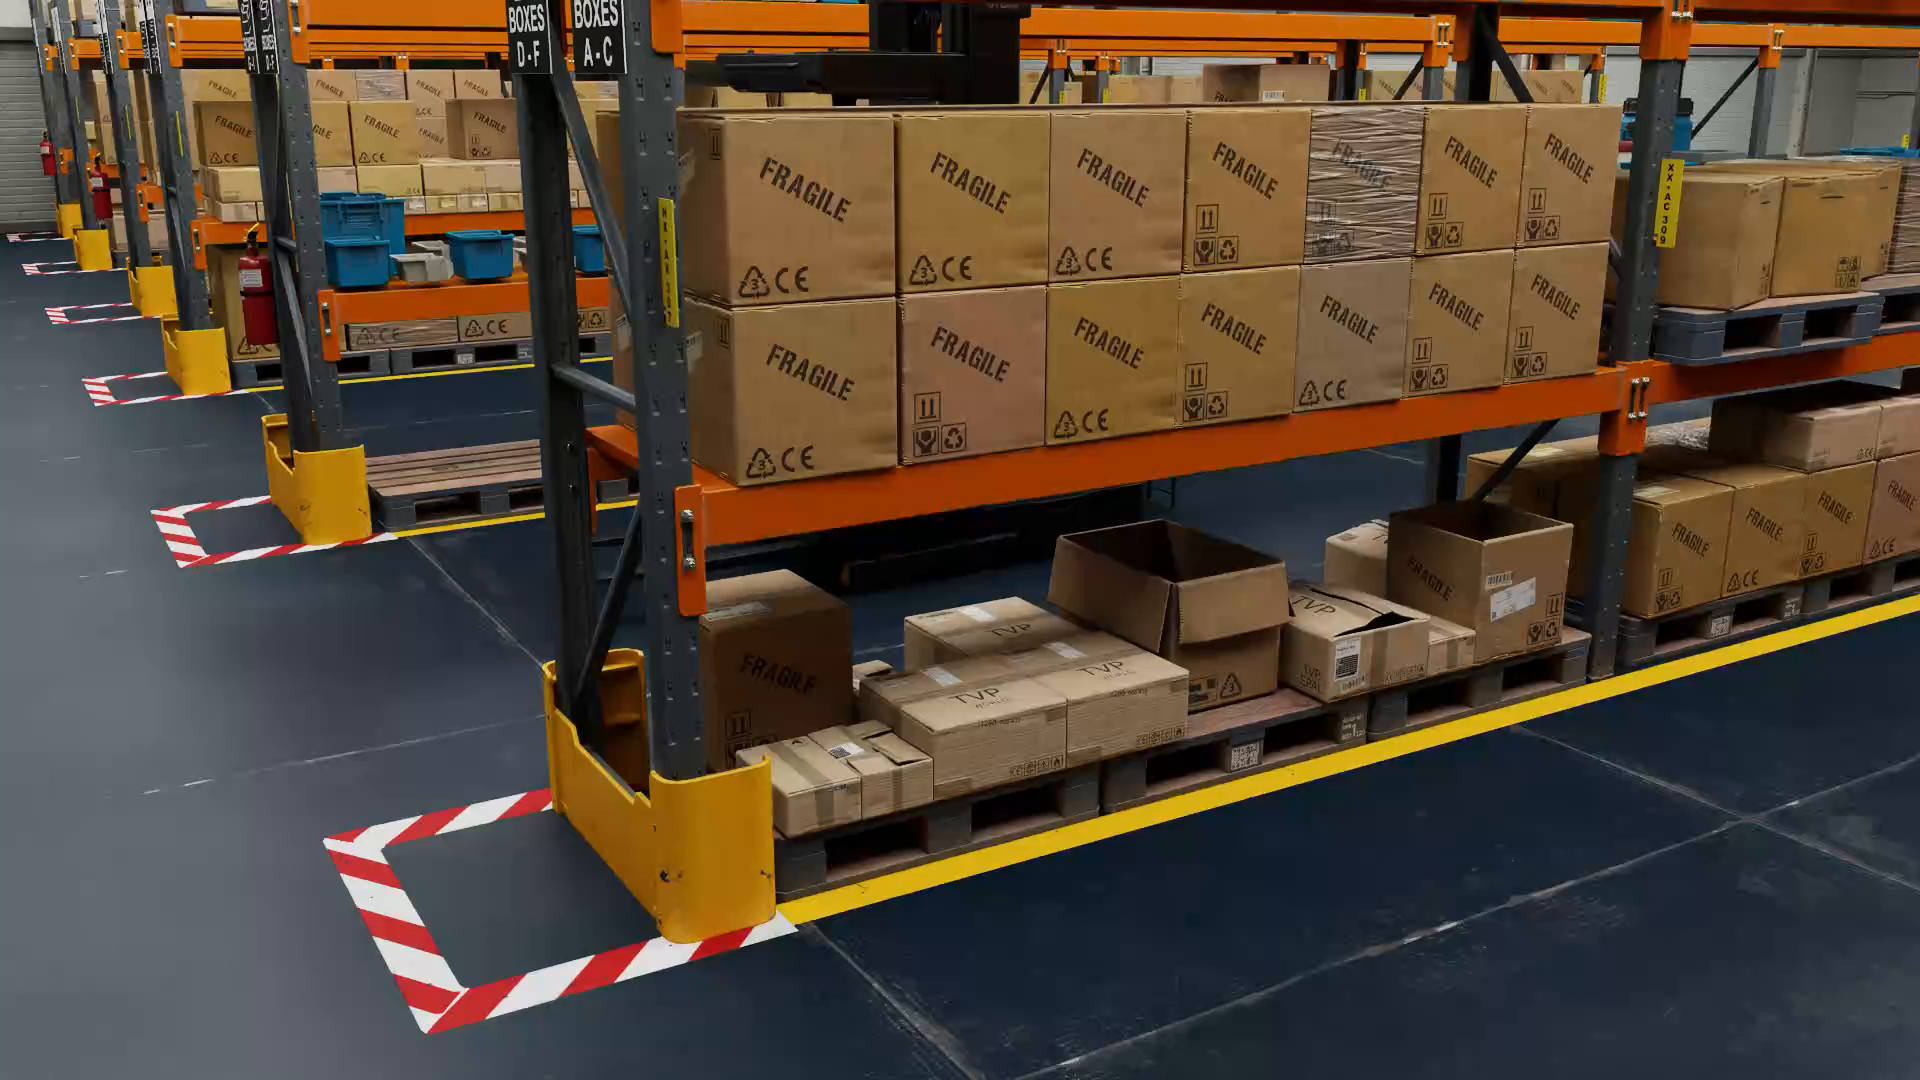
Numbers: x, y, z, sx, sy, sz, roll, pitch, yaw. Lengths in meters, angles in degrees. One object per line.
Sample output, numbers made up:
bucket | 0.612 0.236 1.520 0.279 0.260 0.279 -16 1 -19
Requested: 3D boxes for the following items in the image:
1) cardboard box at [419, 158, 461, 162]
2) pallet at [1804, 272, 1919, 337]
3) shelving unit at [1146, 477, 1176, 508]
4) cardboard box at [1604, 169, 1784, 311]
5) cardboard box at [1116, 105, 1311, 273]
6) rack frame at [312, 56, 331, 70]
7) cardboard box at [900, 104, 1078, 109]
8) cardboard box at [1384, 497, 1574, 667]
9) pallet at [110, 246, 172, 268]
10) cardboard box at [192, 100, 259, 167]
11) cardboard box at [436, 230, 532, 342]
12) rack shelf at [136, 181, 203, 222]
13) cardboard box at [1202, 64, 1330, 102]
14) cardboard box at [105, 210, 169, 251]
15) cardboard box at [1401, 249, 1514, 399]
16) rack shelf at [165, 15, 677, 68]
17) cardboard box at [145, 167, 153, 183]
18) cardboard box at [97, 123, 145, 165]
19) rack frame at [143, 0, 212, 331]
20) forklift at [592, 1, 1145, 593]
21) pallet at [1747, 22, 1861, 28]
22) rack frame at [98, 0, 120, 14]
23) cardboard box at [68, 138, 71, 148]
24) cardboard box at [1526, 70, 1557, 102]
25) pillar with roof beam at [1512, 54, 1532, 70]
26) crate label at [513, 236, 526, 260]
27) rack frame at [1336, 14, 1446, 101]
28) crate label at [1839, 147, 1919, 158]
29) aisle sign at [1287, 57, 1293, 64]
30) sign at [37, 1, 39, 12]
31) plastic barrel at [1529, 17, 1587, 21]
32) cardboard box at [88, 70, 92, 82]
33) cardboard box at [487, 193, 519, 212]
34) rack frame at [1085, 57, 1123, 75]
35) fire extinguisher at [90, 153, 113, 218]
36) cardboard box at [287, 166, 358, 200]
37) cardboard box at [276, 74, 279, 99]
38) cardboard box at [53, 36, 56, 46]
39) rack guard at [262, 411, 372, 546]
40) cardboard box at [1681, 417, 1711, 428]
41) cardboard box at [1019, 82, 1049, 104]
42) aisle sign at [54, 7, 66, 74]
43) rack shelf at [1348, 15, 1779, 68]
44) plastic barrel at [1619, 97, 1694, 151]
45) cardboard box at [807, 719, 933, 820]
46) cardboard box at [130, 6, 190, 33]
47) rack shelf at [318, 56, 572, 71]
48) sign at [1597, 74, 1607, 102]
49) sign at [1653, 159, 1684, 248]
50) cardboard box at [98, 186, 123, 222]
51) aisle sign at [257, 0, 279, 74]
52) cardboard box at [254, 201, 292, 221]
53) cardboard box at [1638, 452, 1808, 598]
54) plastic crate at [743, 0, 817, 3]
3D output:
cardboard box | -4.540 -3.133 14.257 0.500 0.250 0.500 -9 18 -30
pallet | 4.157 -1.175 7.899 1.213 0.211 1.003 -9 18 -30
shelving unit | 0.959 -0.751 9.366 0.503 1.200 0.258 -10 19 -32
cardboard box | 2.914 -1.247 6.837 0.700 0.500 0.500 13 20 38
cardboard box | 0.791 -1.170 5.490 0.500 0.500 0.500 -9 18 -30
rack frame | -10.369 -6.716 27.310 0.127 3.000 1.000 -9 18 -30
cardboard box | 0.078 -1.225 5.685 0.500 0.500 0.500 -9 18 -28
cardboard box | 2.050 0.154 6.619 0.500 0.500 0.500 -9 18 -30
pallet | -10.593 -3.798 22.069 1.213 0.211 1.003 -9 18 -30
cardboard box | -5.852 -3.280 13.389 0.500 0.500 0.500 -9 18 -29
cardboard box | -4.084 -2.256 14.558 0.875 0.875 0.875 -9 18 -30
rack shelf | -6.888 -3.812 18.285 4.000 0.370 1.077 -9 18 -30
cardboard box | 3.398 -4.800 18.587 1.000 1.000 1.000 -9 18 -29
cardboard box | -10.724 -4.095 21.930 0.875 0.438 0.875 -10 18 -32
cardboard box | 1.655 -0.830 6.127 0.500 0.500 0.500 -9 18 -28
rack shelf | -4.420 -4.095 13.736 4.000 0.370 1.077 -9 18 -30
cardboard box | -8.469 -3.870 17.625 0.250 0.149 0.380 -9 18 -30
cardboard box | -10.679 -5.060 21.219 0.500 0.500 0.500 -9 18 -30
rack frame | -6.135 -2.719 13.052 0.127 3.000 1.000 -9 18 -30
forklift | -0.527 -1.318 8.183 3.031 2.935 1.130 -10 19 -32
pallet | 7.271 -4.717 14.974 1.003 0.211 1.213 -9 18 -30
rack frame | -8.602 -6.769 16.386 0.127 3.000 1.000 -9 18 -30
cardboard box | -13.652 -6.147 25.746 0.250 0.149 0.380 -9 18 -30
cardboard box | 6.811 -5.411 20.068 0.500 0.500 0.500 -9 18 -30
pillar with roof beam | 16.503 -12.890 38.222 0.400 9.000 9.100 -9 18 -30
crate label | -2.496 -1.711 9.835 0.243 0.136 0.396 -9 18 -30
rack frame | 3.274 -2.685 12.931 0.127 3.000 1.000 -9 18 -30
crate label | 8.693 -3.496 15.757 0.616 0.435 0.502 -9 18 -30
aisle sign | 5.019 -7.436 25.062 0.004 0.787 0.394 -9 18 -30
sign | -13.518 -7.899 24.356 0.005 0.325 0.100 -9 18 -30
plastic barrel | 4.650 -4.491 13.021 0.708 0.830 0.600 -9 18 -30
cardboard box | -11.034 -5.950 21.339 0.250 0.149 0.380 -9 18 -29
cardboard box | -3.900 -2.857 14.010 0.250 0.149 0.380 -10 18 -31
rack frame | 2.477 -7.236 29.166 0.127 3.000 1.000 -9 18 -30
fire extinguisher | -9.056 -3.736 17.513 0.183 0.674 0.296 -9 18 -30
cardboard box | -5.142 -2.868 13.310 0.500 0.250 0.500 -9 18 -30
cardboard box | -7.194 -4.693 17.506 0.500 0.500 0.500 -10 18 -31
cardboard box | -13.643 -7.581 25.305 0.250 0.149 0.380 -9 18 -28
rack guard | -3.598 -0.363 9.279 0.348 0.500 1.175 -9 18 -30
cardboard box | 3.961 -0.333 8.357 0.500 0.500 0.500 -10 18 -32
cardboard box | 0.821 -5.936 22.490 0.500 0.500 0.700 -10 18 -31
aisle sign | -11.151 -6.186 20.605 0.004 0.787 0.394 -9 18 -30
rack shelf | 4.988 -4.061 13.615 4.000 0.370 1.077 -9 18 -30
plastic barrel | 6.215 -3.499 14.905 0.708 0.901 0.600 -9 18 -30
cardboard box | -0.286 0.713 5.245 0.250 0.166 0.380 -9 18 -30
cardboard box | -8.086 -5.256 16.823 0.500 0.250 0.500 -8 18 -28
rack shelf | -8.655 -8.092 27.994 4.000 0.370 1.077 -9 18 -30
sign | 7.849 -5.522 20.319 0.005 0.325 0.100 -9 18 -30
sign | 2.679 -1.275 6.296 0.005 0.325 0.100 -9 18 -30
cardboard box | -13.225 -5.223 25.832 0.637 0.503 0.797 -10 19 -32
aisle sign | -3.493 -2.746 8.332 0.004 0.787 0.394 -9 18 -30
cardboard box | -5.441 -2.607 13.118 0.250 0.149 0.380 -10 18 -31
cardboard box | 3.384 -0.078 7.448 0.500 0.500 0.500 -9 18 -29
plastic crate | -1.049 -3.182 9.633 0.466 0.136 0.293 -9 18 -30
